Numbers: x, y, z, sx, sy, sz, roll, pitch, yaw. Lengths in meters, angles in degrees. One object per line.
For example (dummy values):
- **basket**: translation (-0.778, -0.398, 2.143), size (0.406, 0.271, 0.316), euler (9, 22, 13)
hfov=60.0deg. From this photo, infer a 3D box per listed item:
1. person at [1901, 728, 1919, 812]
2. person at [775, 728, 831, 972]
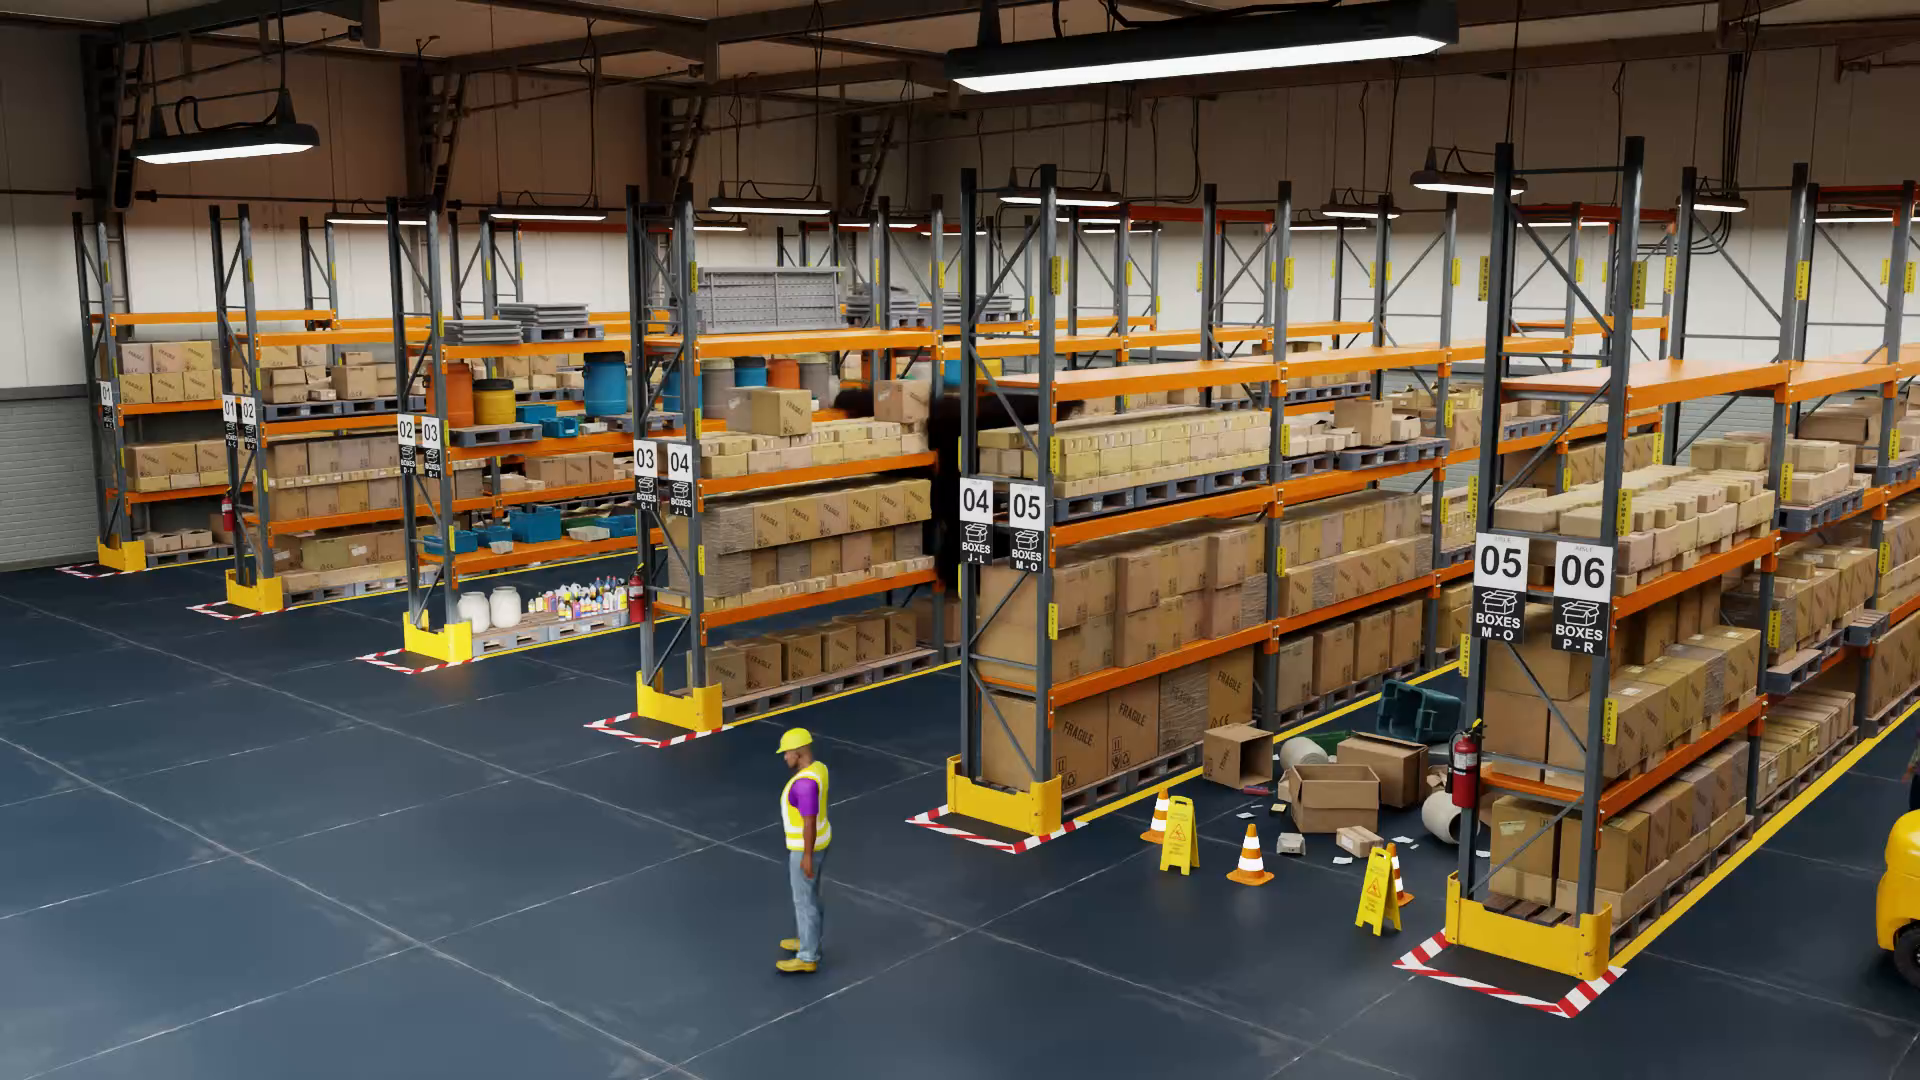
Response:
- **person**: translation (8.452, 2.028, 14.428), size (0.490, 1.575, 0.527), euler (0, 9, 1)
- **person**: translation (-1.172, 2.259, 12.358), size (0.420, 1.764, 0.627), euler (1, 10, 6)
